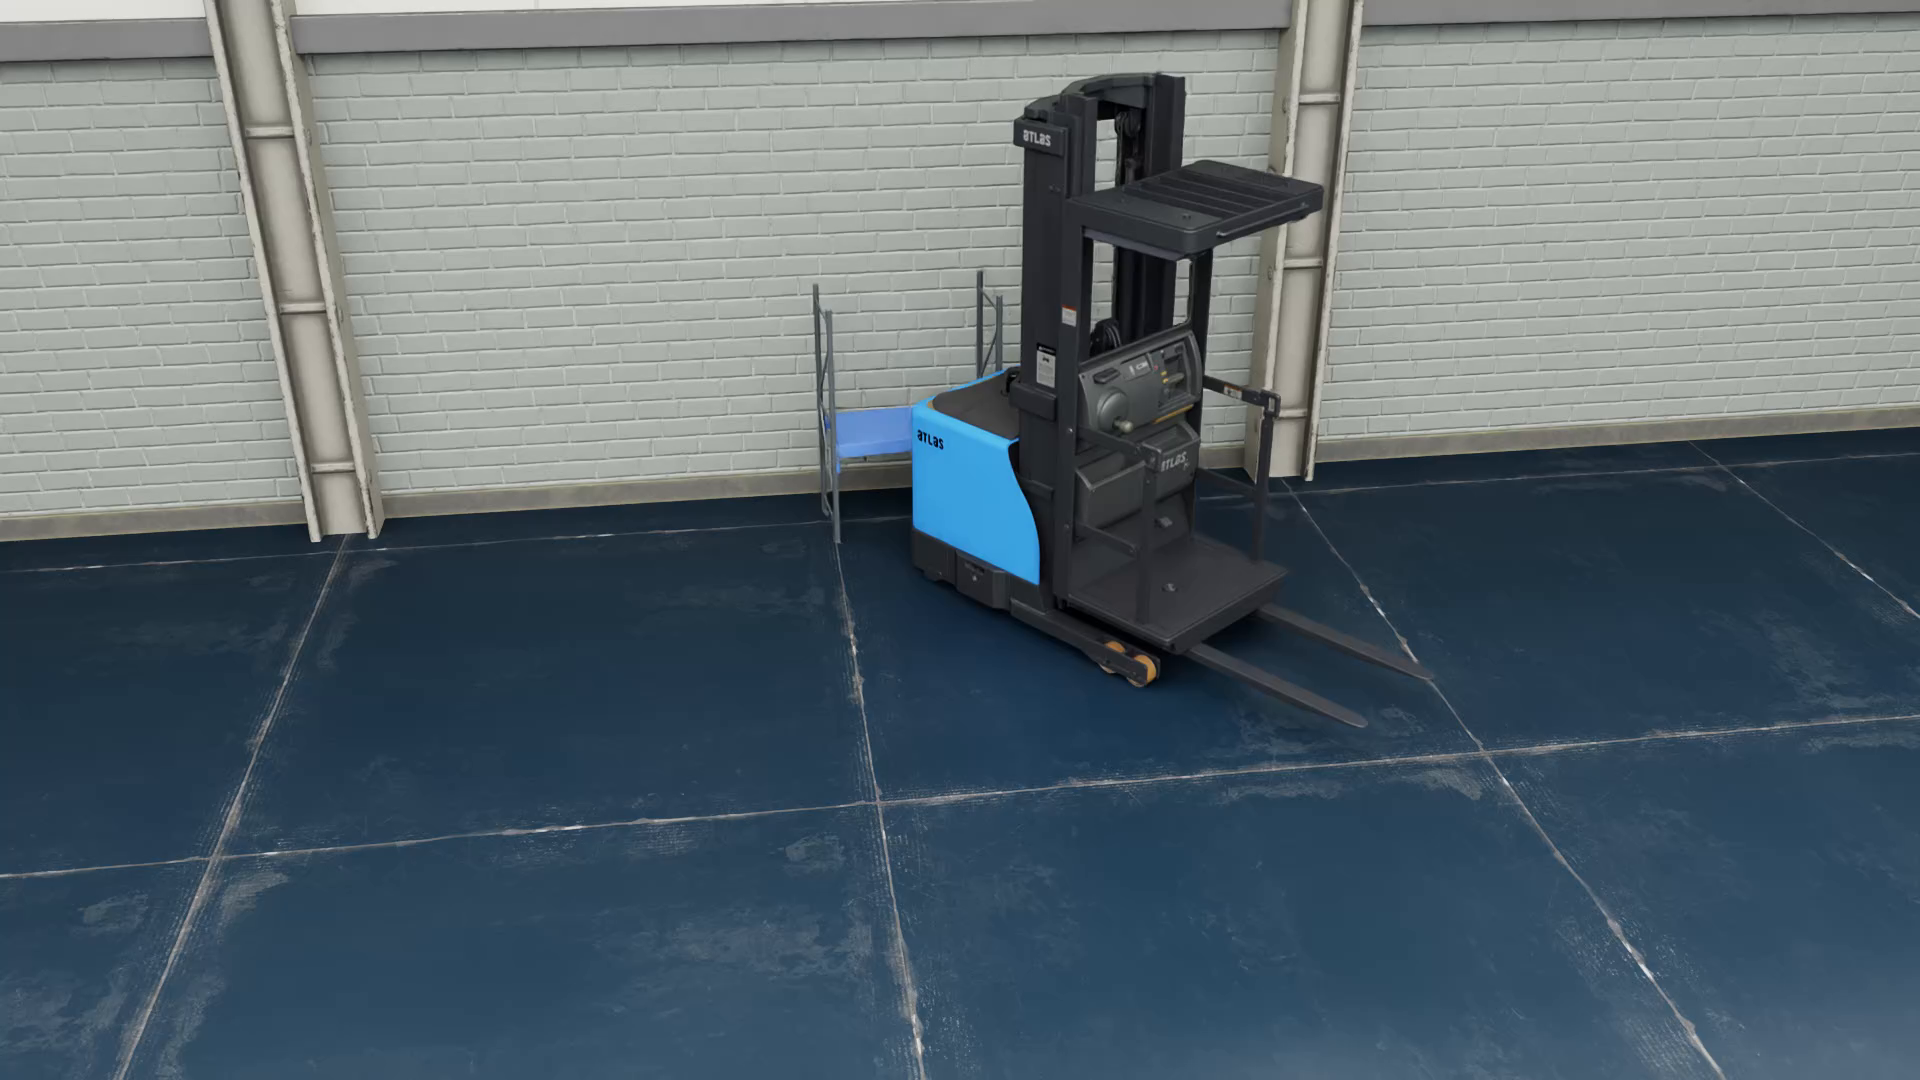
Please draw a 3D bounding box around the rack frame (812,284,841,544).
[{"bbox_3d":[-0.809,-0.757,10.082,0.032,1.500,0.500,-6,28,-12],"label":"rack frame"}]

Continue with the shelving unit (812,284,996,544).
[{"bbox_3d":[-0.320,-0.812,10.190,1.039,1.500,0.538,-6,28,-12],"label":"shelving unit"}]

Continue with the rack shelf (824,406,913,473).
[{"bbox_3d":[-0.316,-0.653,10.273,1.000,0.185,0.538,-6,28,-12],"label":"rack shelf"}]

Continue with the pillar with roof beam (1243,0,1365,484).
[{"bbox_3d":[2.724,-2.509,5.282,0.400,9.000,9.100,-4,27,-7],"label":"pillar with roof beam"}]

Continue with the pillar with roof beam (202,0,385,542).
[{"bbox_3d":[-3.218,-2.127,4.539,0.400,9.000,9.100,-4,27,-7],"label":"pillar with roof beam"}]

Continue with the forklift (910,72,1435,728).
[{"bbox_3d":[1.104,-0.799,8.596,1.130,2.935,3.031,-24,36,-39],"label":"forklift"}]

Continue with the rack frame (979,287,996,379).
[{"bbox_3d":[0.177,-0.870,10.302,0.013,1.308,0.475,-6,28,-12],"label":"rack frame"}]
